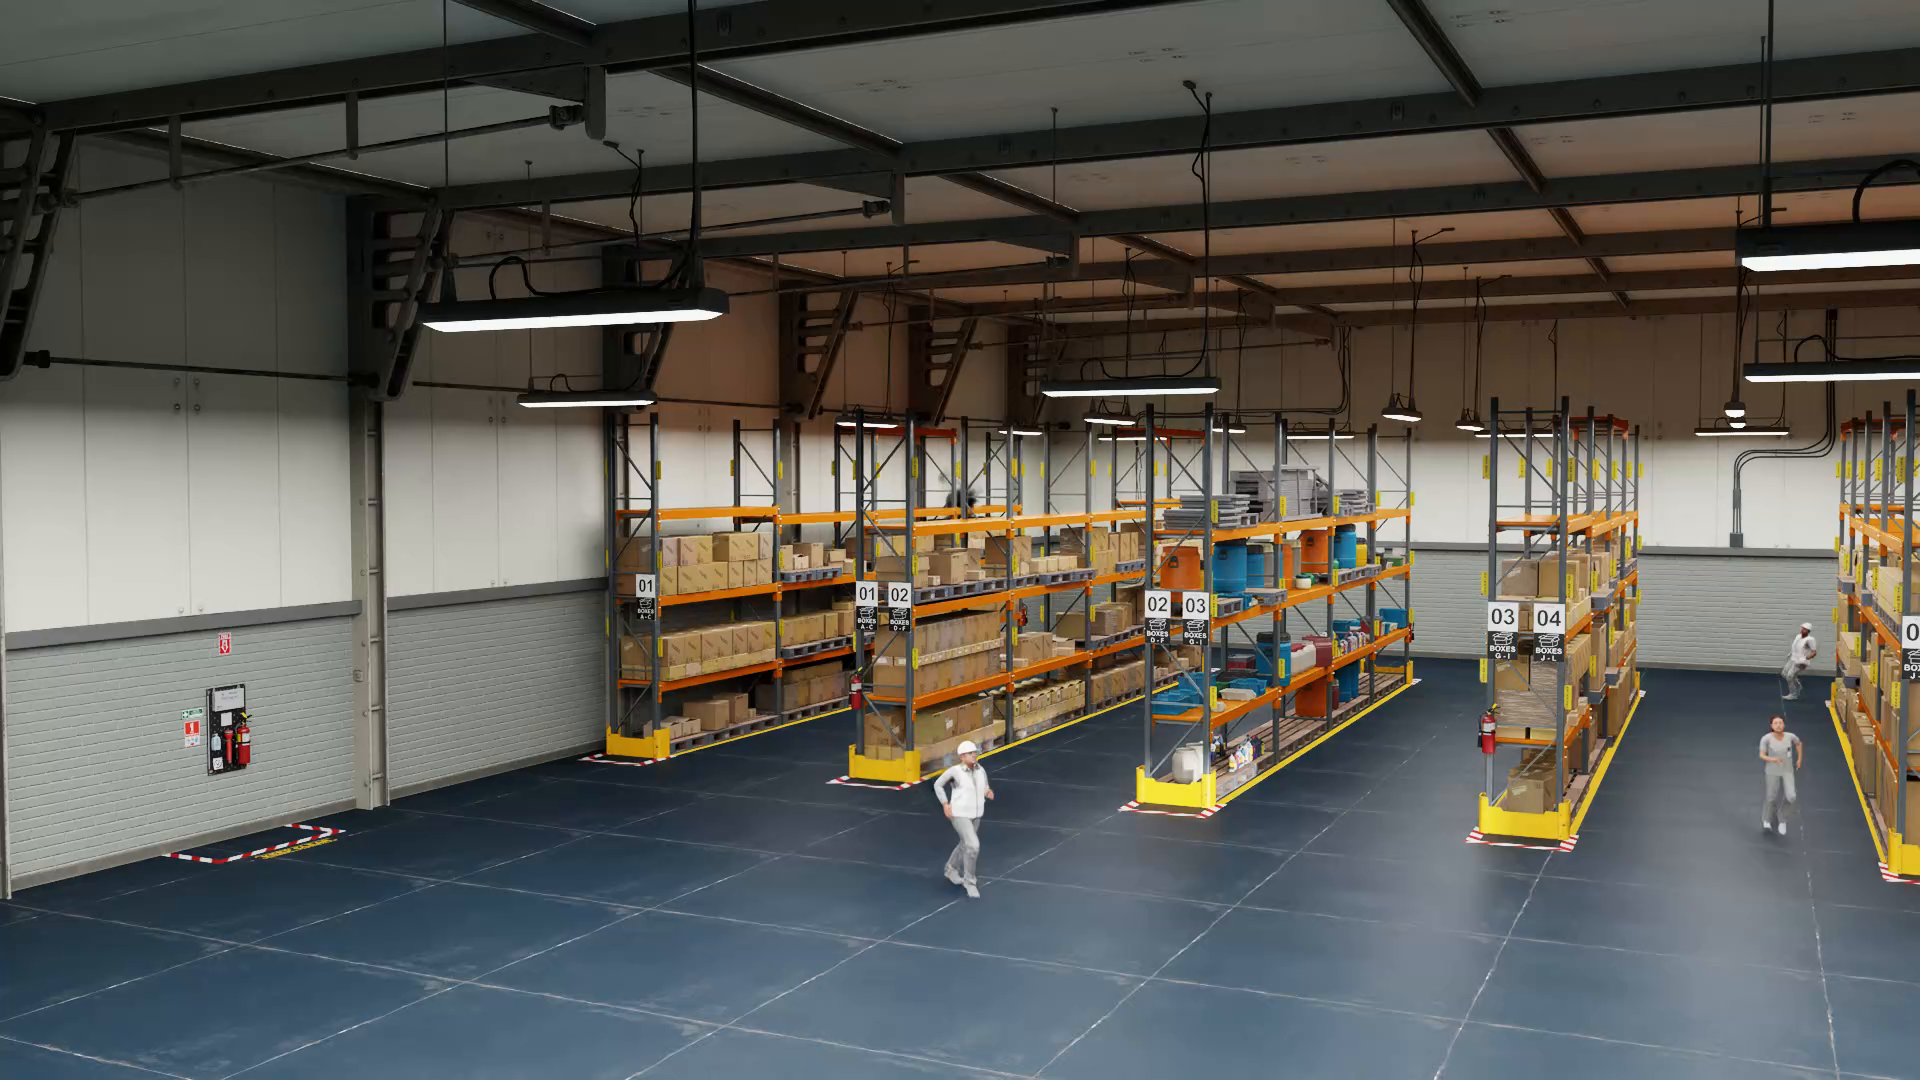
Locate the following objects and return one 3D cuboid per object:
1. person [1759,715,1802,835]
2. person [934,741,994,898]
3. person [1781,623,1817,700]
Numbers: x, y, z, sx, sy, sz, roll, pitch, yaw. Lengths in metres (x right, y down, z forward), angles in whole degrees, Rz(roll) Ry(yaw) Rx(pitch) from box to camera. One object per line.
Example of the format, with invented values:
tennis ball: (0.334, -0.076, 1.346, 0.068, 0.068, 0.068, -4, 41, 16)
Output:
person: (11.227, 3.202, 22.755, 0.574, 1.631, 0.829, 1, 3, 17)
person: (0.081, 3.294, 19.755, 0.783, 1.833, 0.642, 2, 3, 44)
person: (18.171, 2.631, 36.055, 0.523, 1.695, 0.726, 0, 2, 0)
